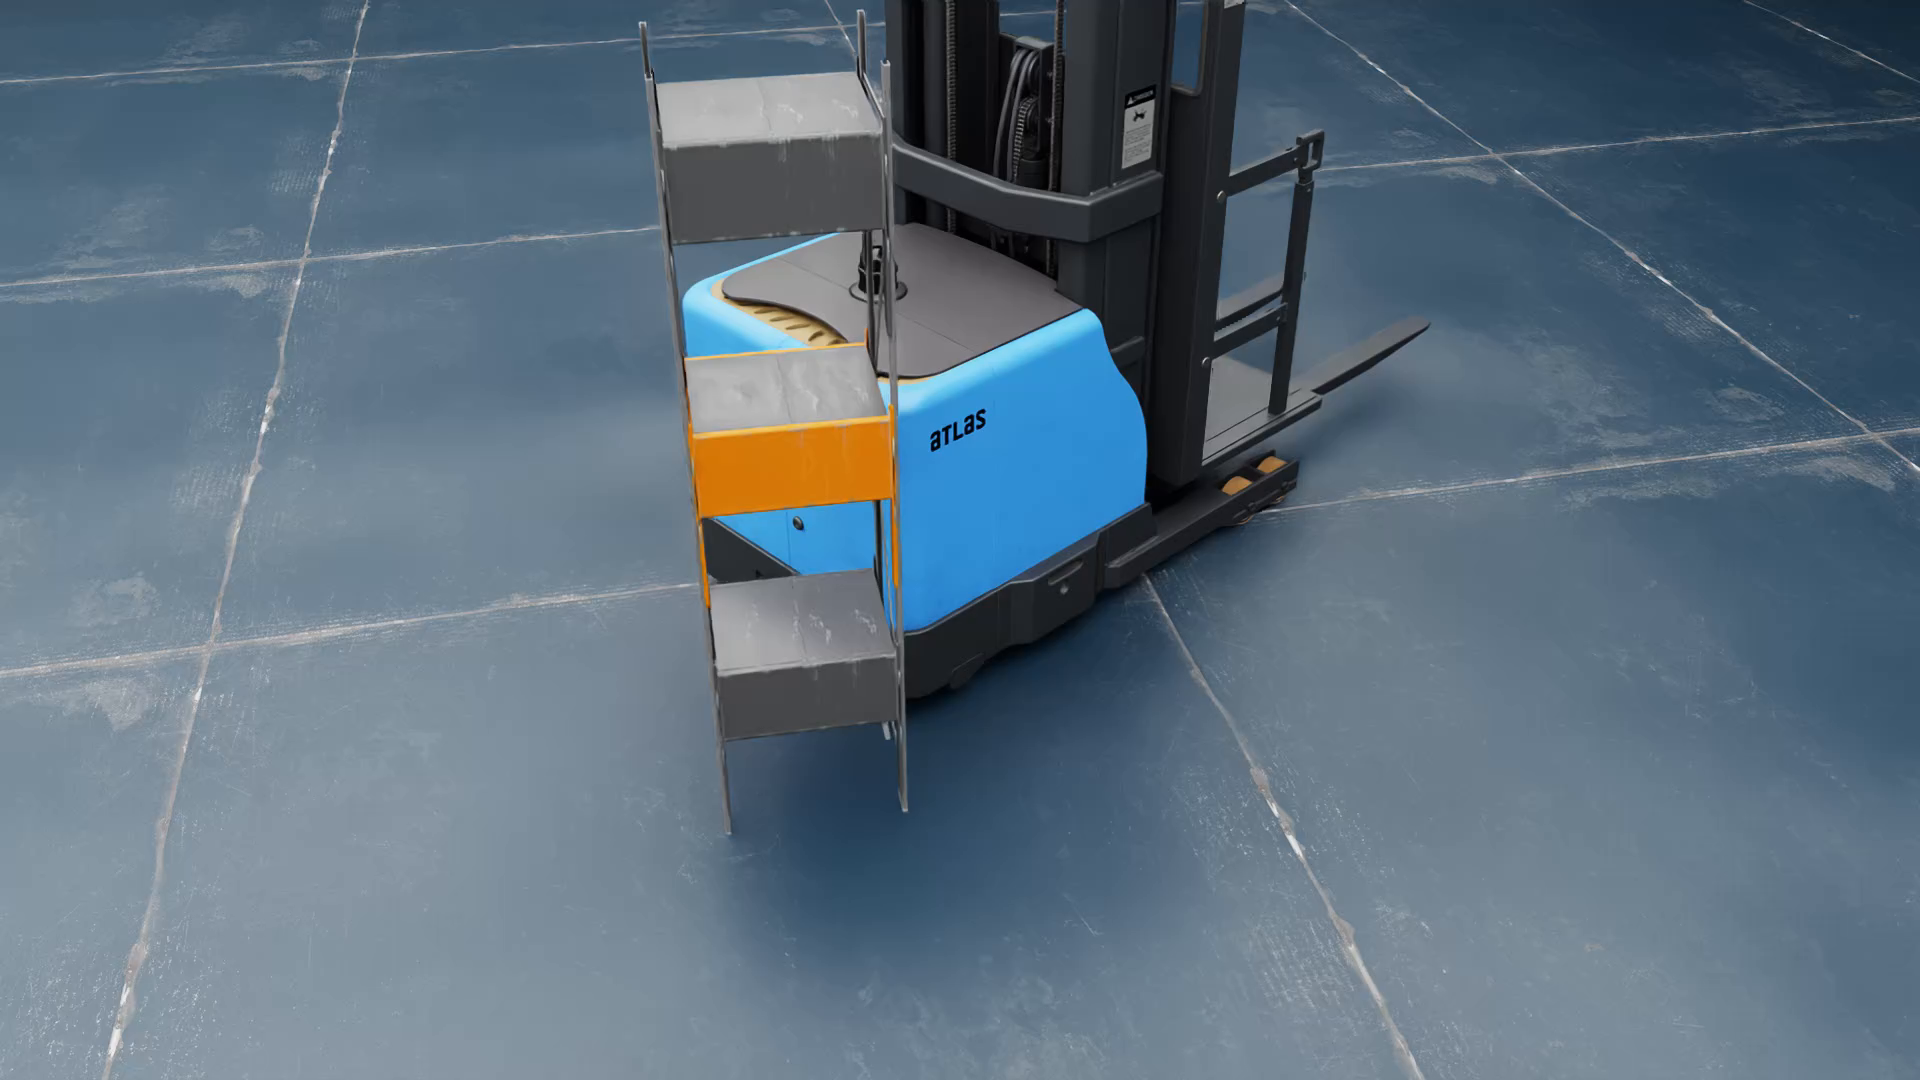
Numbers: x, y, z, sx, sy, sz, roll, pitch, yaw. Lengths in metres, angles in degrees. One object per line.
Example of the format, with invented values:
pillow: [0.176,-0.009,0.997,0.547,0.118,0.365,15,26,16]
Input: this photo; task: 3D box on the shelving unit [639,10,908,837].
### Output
shelving unit: [-0.429,-0.197,4.159,0.503,2.100,0.431,-6,34,-9]

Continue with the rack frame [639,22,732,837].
rack frame: [-0.669,-0.171,4.120,0.015,2.100,0.400,-6,34,-9]

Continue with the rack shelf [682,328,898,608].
rack shelf: [-0.429,-0.185,4.166,0.480,0.518,0.431,-6,34,-9]

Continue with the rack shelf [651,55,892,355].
rack shelf: [-0.429,-0.767,3.776,0.480,0.518,0.431,-6,34,-9]

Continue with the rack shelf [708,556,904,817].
rack shelf: [-0.429,0.396,4.557,0.480,0.518,0.431,-6,34,-9]

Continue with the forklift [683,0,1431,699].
forklift: [0.566,-1.457,5.291,3.031,2.935,1.130,-28,43,-35]

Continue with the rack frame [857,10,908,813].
rack frame: [-0.190,-0.223,4.197,0.015,2.100,0.400,-6,34,-9]
